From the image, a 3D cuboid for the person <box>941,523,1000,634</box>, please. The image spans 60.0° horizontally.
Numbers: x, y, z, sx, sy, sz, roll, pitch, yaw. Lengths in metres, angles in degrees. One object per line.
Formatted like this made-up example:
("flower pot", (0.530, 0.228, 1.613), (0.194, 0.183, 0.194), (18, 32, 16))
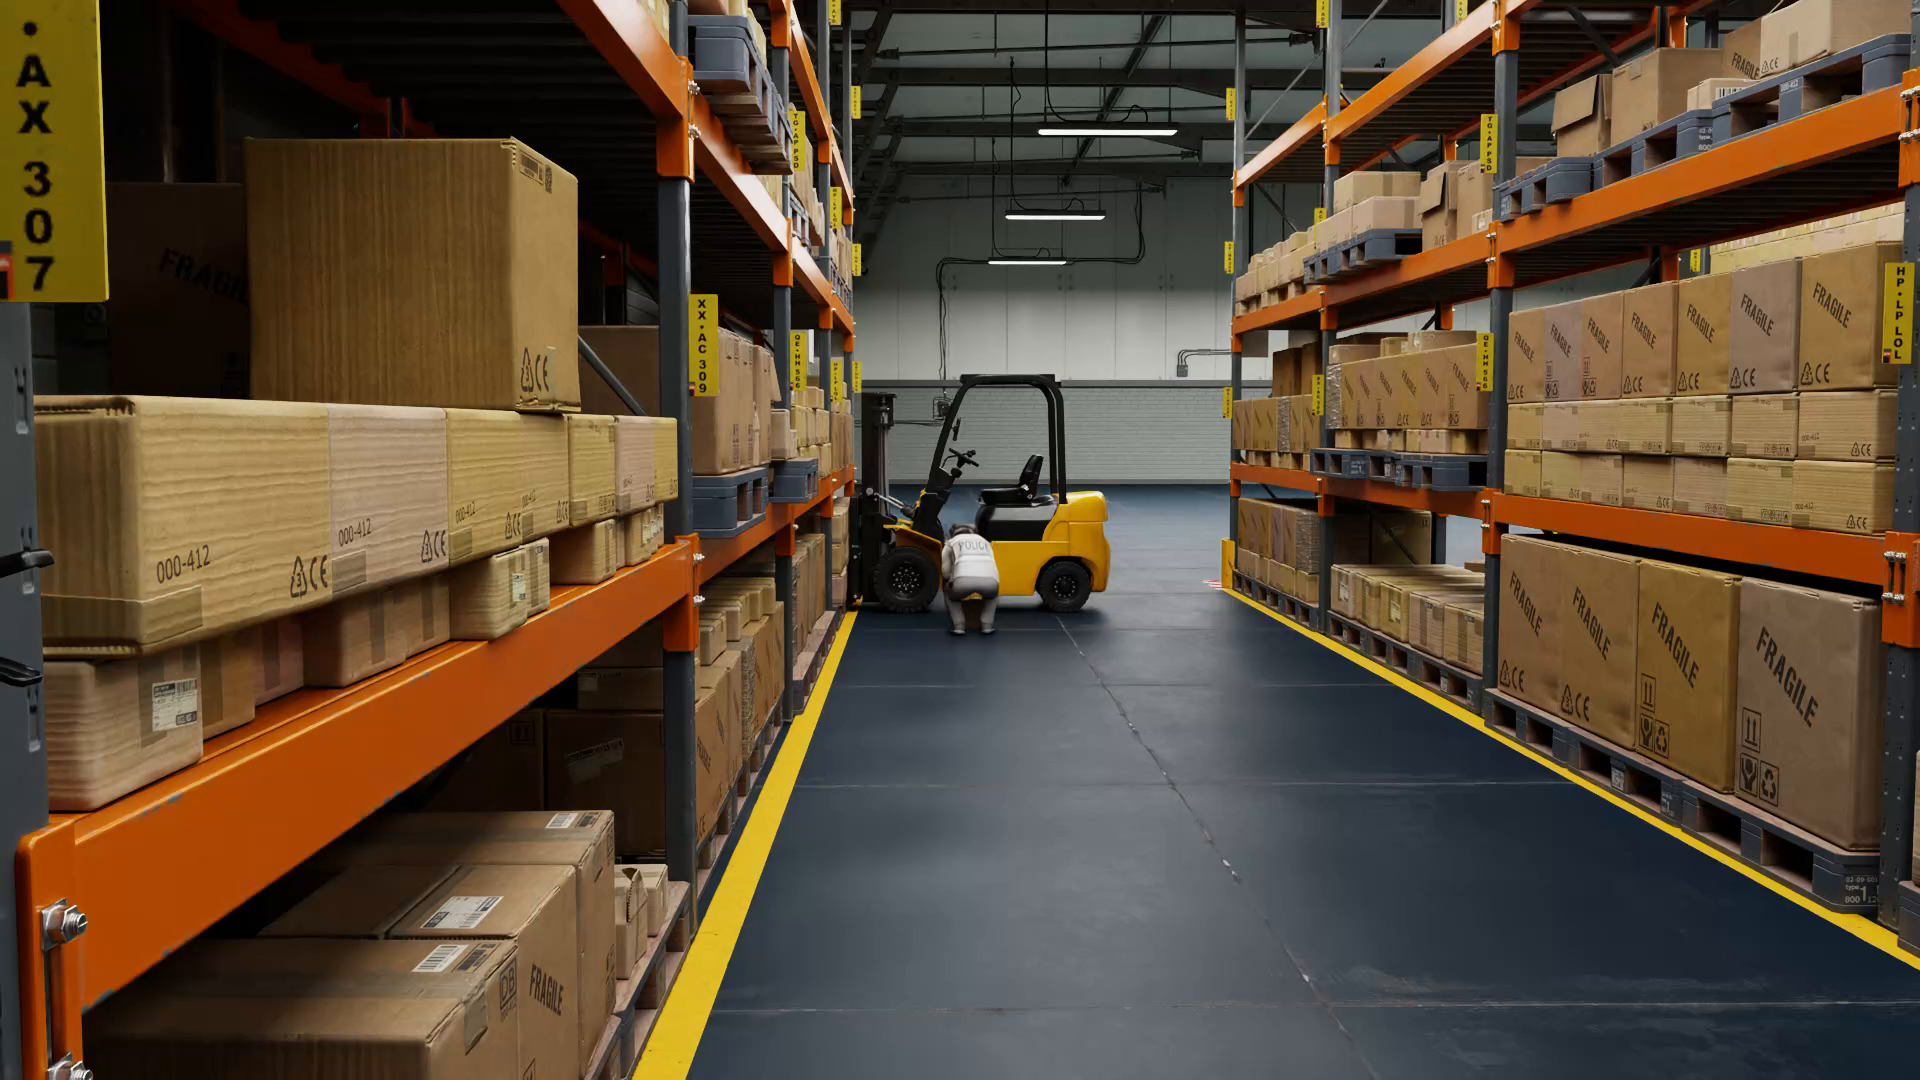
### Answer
("person", (0.087, 0.316, 13.649), (0.475, 0.888, 0.865), (0, 4, -1))
